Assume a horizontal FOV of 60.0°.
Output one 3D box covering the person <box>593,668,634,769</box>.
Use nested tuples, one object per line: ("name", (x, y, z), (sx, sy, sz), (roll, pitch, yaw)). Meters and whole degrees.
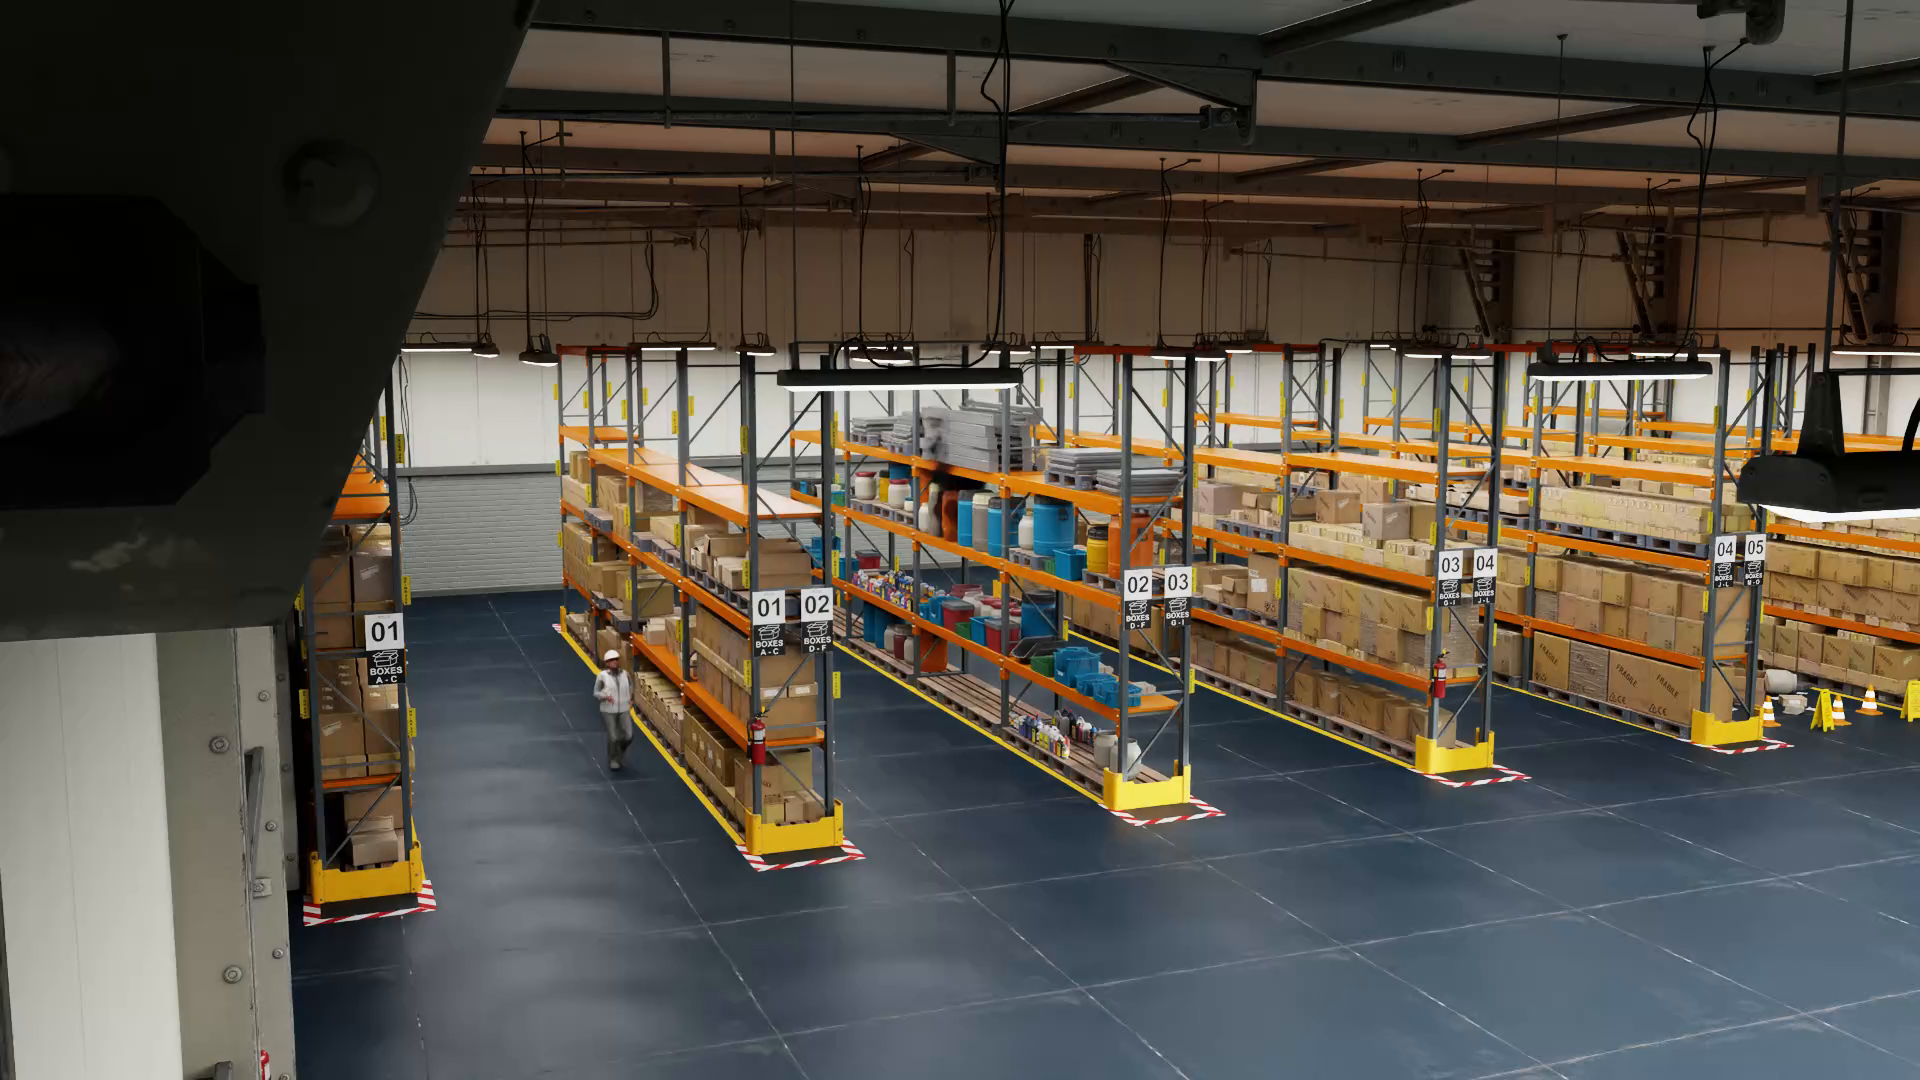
("person", (-4.922, 2.563, 23.855), (0.647, 1.485, 0.522), (-4, 8, -29))
